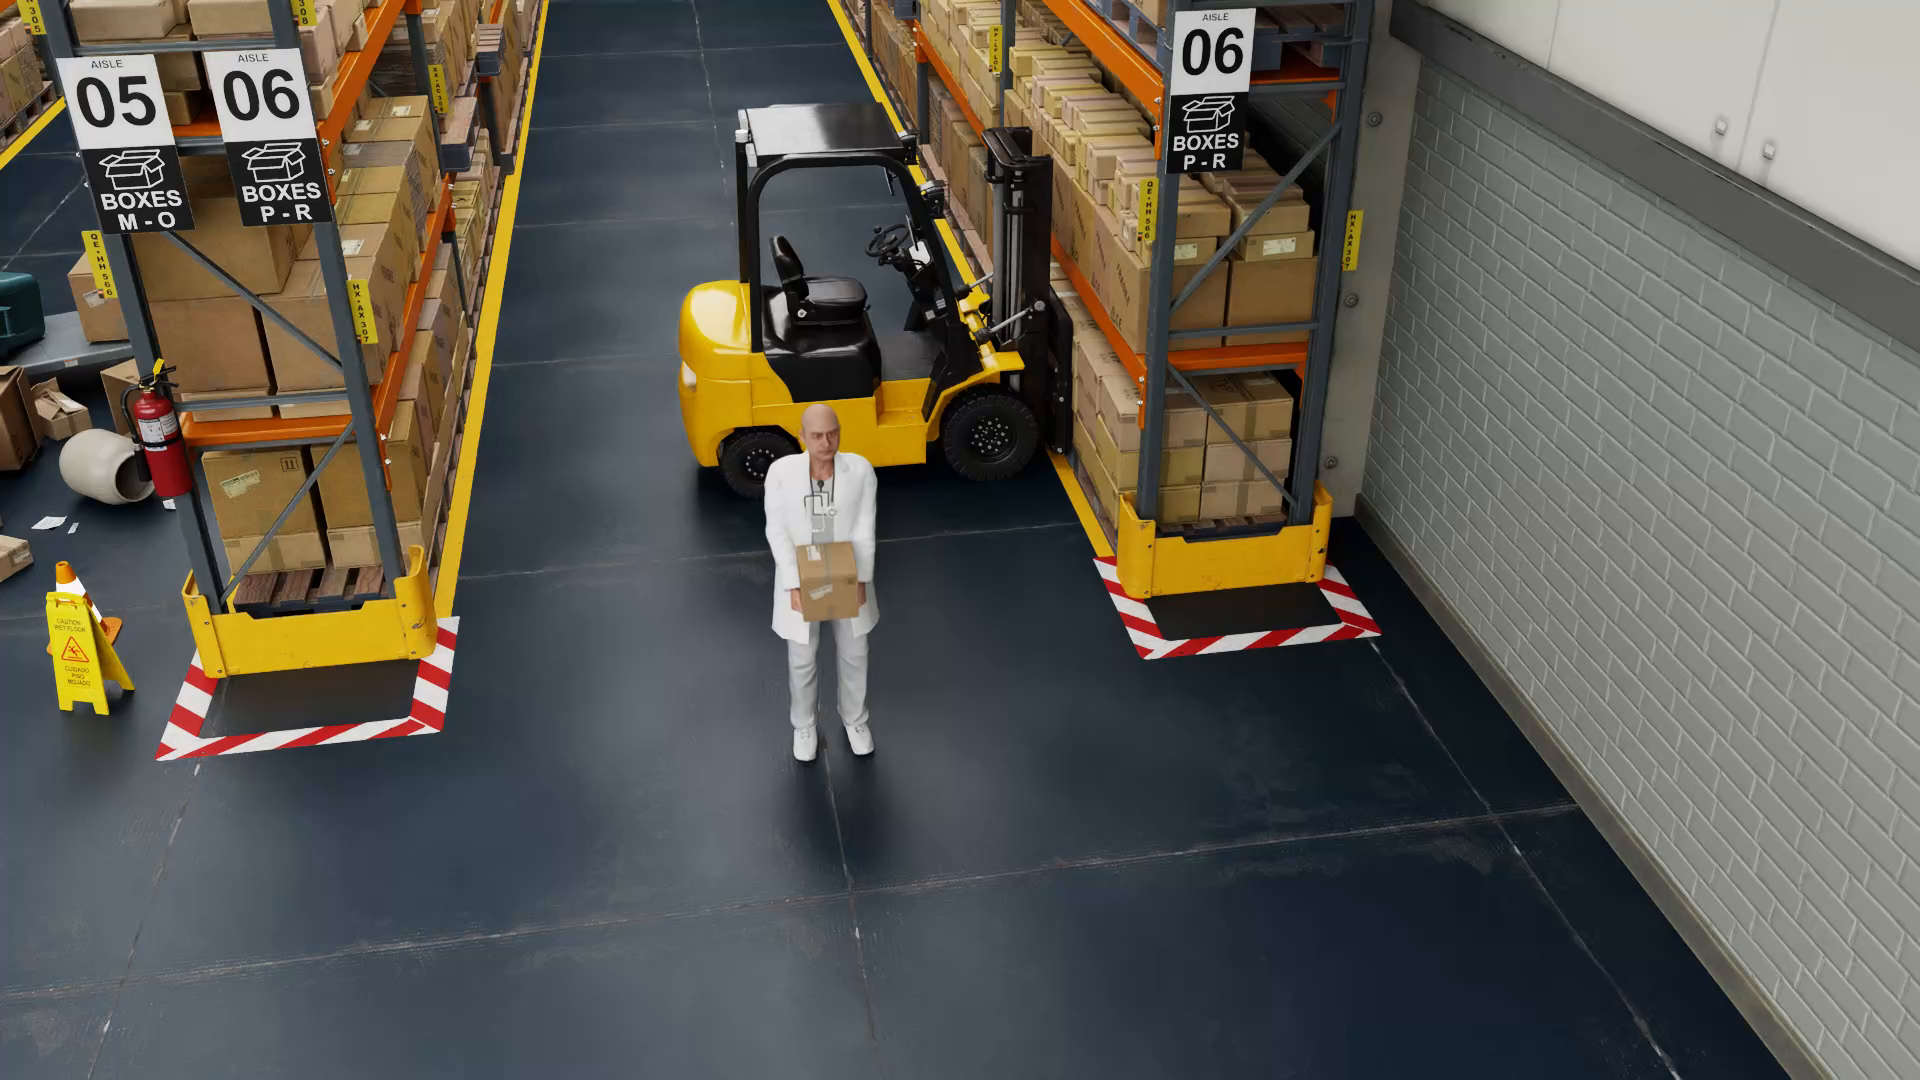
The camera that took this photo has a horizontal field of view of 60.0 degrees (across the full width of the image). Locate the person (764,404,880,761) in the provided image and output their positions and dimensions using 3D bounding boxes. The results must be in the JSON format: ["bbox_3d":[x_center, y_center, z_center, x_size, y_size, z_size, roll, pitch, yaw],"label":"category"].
[{"bbox_3d":[-0.615,0.345,7.781,0.529,1.559,0.563,-5,31,-8],"label":"person"}]
